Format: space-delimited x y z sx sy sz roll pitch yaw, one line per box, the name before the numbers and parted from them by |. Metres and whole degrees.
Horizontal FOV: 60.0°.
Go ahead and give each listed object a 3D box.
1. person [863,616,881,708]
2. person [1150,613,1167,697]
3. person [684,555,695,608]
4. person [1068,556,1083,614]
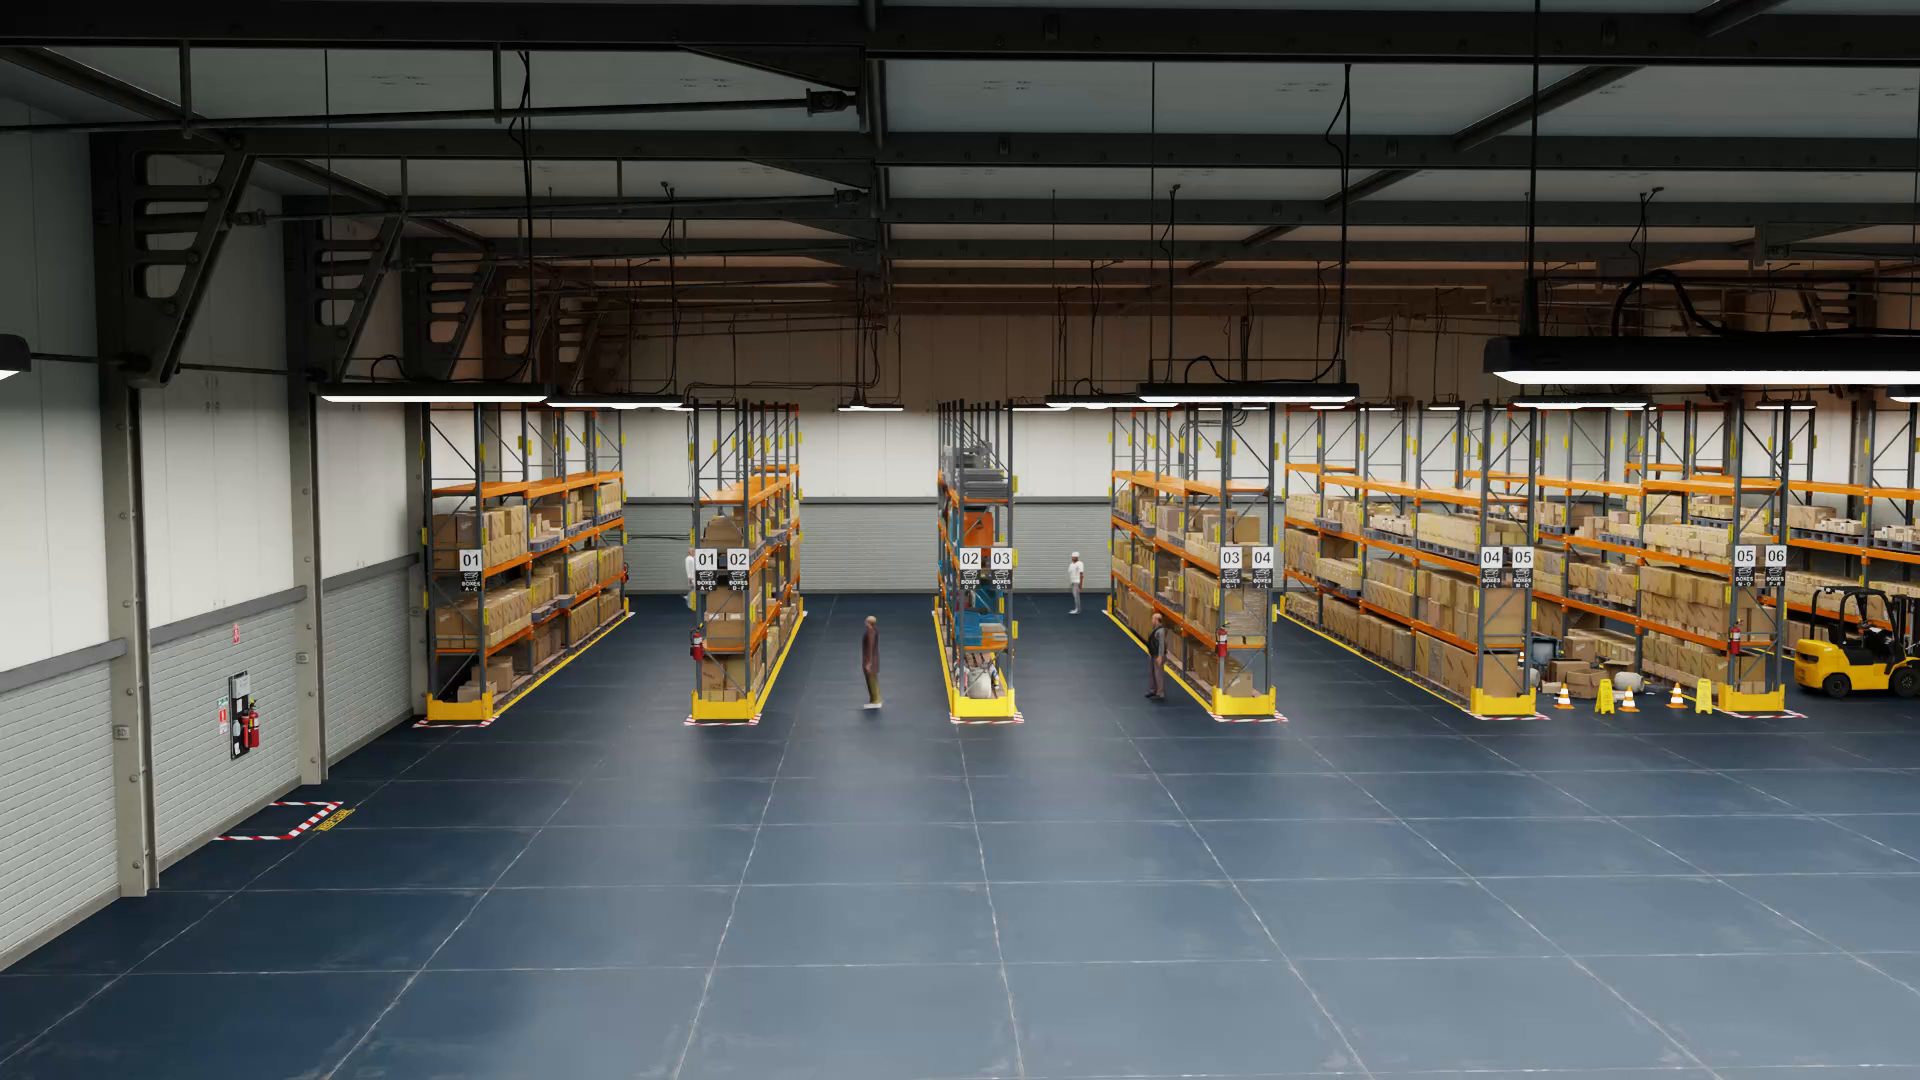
person | -1.714 2.435 32.341 0.378 1.732 0.672 0 4 1
person | 3.962 2.297 33.305 0.317 1.669 0.568 -1 4 -8
person | -7.858 1.207 48.899 0.549 1.560 0.590 0 4 2
person | 3.293 1.235 47.607 0.378 1.731 0.655 -2 5 -19
